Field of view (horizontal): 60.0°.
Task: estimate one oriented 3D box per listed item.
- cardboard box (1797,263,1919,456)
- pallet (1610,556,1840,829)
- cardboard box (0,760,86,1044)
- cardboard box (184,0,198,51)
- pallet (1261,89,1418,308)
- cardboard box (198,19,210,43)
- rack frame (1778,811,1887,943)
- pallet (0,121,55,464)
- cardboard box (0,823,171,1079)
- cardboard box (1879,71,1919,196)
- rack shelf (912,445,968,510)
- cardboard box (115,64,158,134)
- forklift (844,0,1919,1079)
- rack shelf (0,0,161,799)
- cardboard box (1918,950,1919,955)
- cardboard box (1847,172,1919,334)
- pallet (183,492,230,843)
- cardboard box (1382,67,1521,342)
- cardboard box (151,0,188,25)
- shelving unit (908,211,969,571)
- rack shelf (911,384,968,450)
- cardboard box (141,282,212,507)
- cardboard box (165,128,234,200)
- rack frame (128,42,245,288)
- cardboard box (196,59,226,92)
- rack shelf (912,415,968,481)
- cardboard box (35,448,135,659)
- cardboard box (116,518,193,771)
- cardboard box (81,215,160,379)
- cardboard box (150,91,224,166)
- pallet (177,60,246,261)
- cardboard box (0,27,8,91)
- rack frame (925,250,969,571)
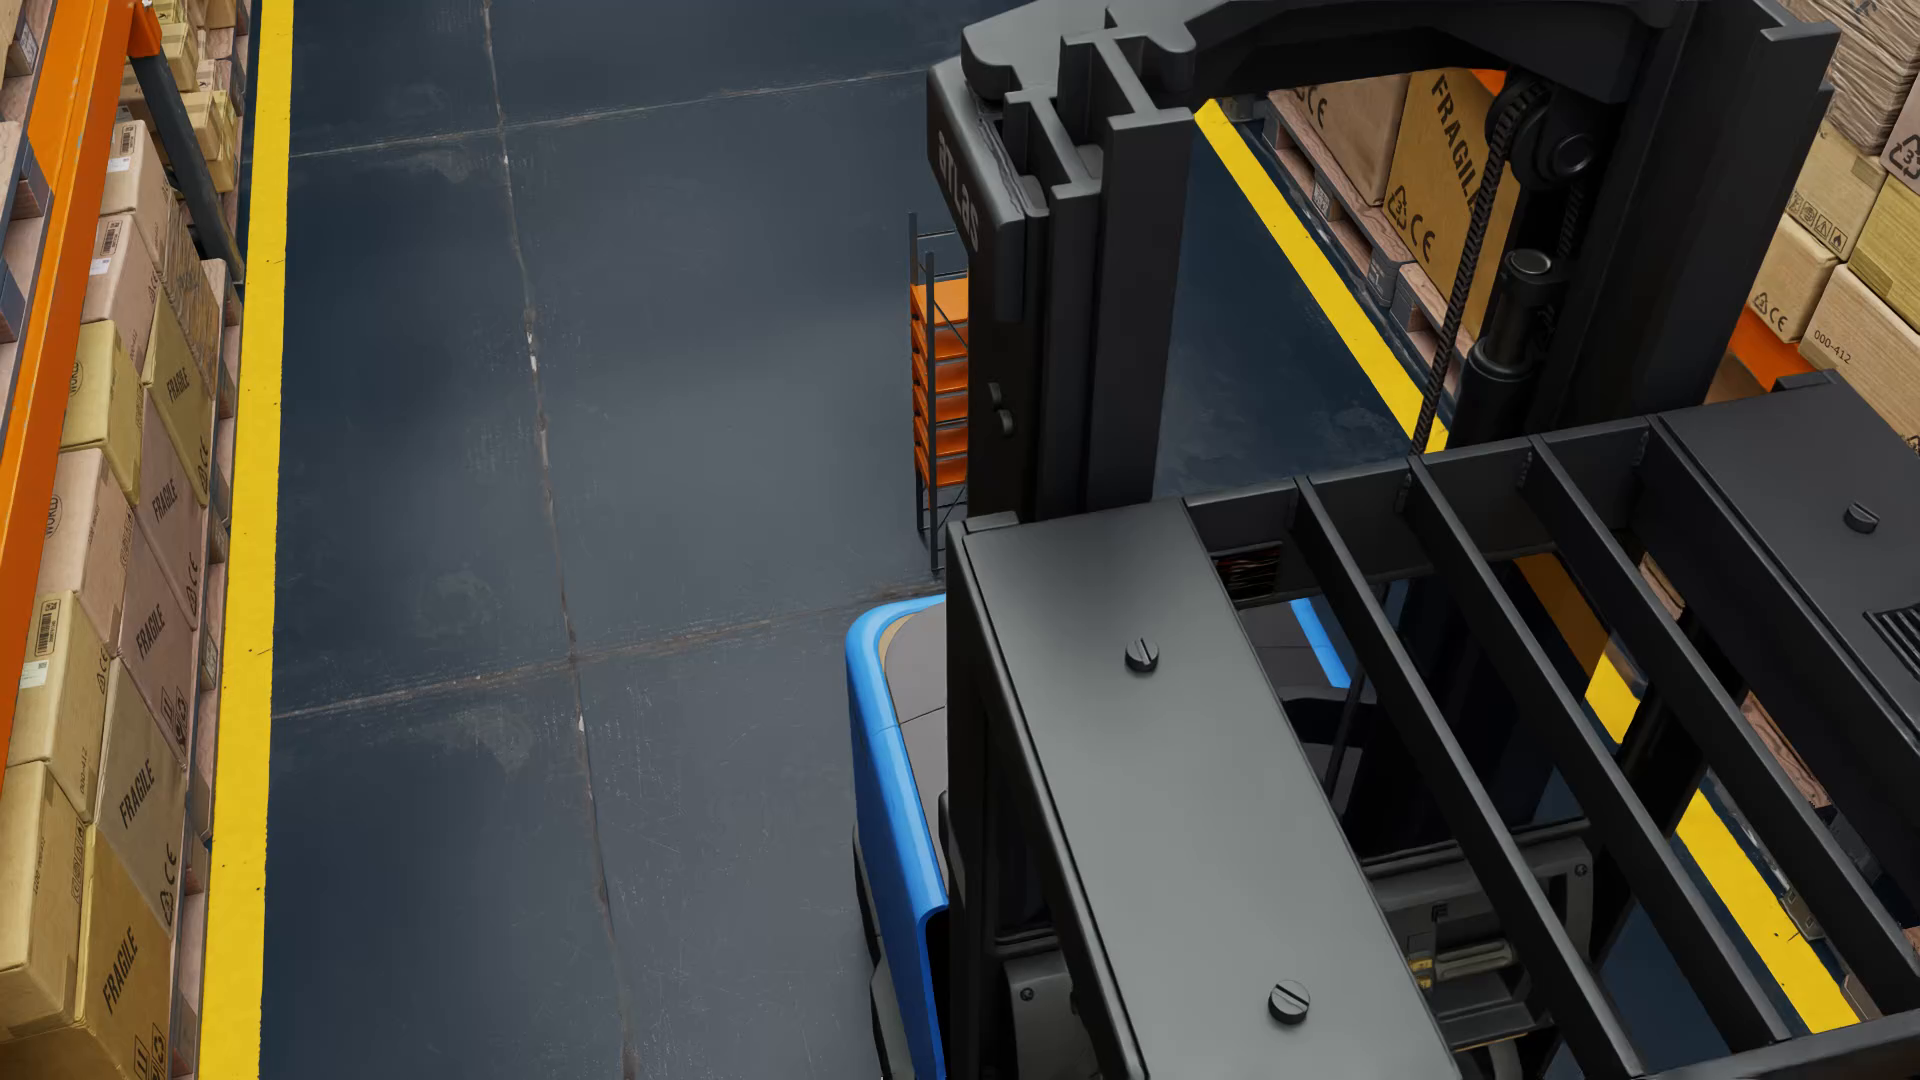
[{"bbox_3d":[2.247,-0.405,3.652,0.500,0.250,0.500,-12,47,-12],"label":"cardboard box"},{"bbox_3d":[2.498,0.262,4.845,1.003,0.211,1.213,-11,47,-10],"label":"pallet"},{"bbox_3d":[-2.075,0.764,3.332,0.500,0.250,0.500,-13,47,-12],"label":"cardboard box"},{"bbox_3d":[-3.255,-2.012,6.615,0.380,0.149,0.250,-13,47,-12],"label":"cardboard box"},{"bbox_3d":[1.874,-1.423,6.496,1.003,0.211,1.213,-11,47,-10],"label":"pallet"},{"bbox_3d":[-3.337,-2.093,6.903,0.380,0.149,0.250,-13,47,-12],"label":"cardboard box"},{"bbox_3d":[2.627,-0.156,3.303,1.000,3.000,0.127,-11,47,-10],"label":"rack frame"},{"bbox_3d":[-2.678,-0.473,3.748,1.003,0.211,1.213,-11,47,-10],"label":"pallet"},{"bbox_3d":[-2.067,1.012,3.614,0.500,0.500,0.500,-13,47,-12],"label":"cardboard box"},{"bbox_3d":[2.242,-0.850,3.213,0.500,0.500,0.500,-12,47,-11],"label":"cardboard box"},{"bbox_3d":[0.004,-0.211,5.015,0.258,0.103,0.180,-11,47,-10],"label":"rack shelf"},{"bbox_3d":[-3.044,-1.576,5.980,0.380,0.149,0.250,-9,46,-9],"label":"cardboard box"},{"bbox_3d":[0.583,0.819,2.395,1.130,2.935,3.031,-10,46,-10],"label":"forklift"},{"bbox_3d":[-2.644,-0.310,3.957,1.077,0.370,4.000,-11,47,-10],"label":"rack shelf"},{"bbox_3d":[2.762,1.009,3.707,0.950,0.372,0.625,-14,47,-13],"label":"cardboard box"},{"bbox_3d":[2.258,-0.566,3.460,0.500,0.250,0.500,-11,47,-10],"label":"cardboard box"},{"bbox_3d":[-2.639,0.414,4.696,1.003,0.211,1.213,-11,47,-10],"label":"pallet"},{"bbox_3d":[2.078,-1.285,5.603,0.875,0.875,0.875,-9,46,-9],"label":"cardboard box"},{"bbox_3d":[-3.170,-1.942,6.339,0.380,0.149,0.250,-11,47,-11],"label":"cardboard box"},{"bbox_3d":[0.004,-0.410,4.812,0.258,1.200,0.189,-11,47,-10],"label":"shelving unit"},{"bbox_3d":[0.004,-0.379,4.843,0.258,0.103,0.180,-11,47,-10],"label":"rack shelf"},{"bbox_3d":[-2.592,-0.396,4.994,0.500,0.500,0.500,-12,47,-11],"label":"cardboard box"},{"bbox_3d":[-2.939,-1.402,6.226,0.380,0.149,0.250,-13,47,-12],"label":"cardboard box"},{"bbox_3d":[-3.156,-1.943,5.054,1.000,3.000,0.127,-11,47,-10],"label":"rack frame"},{"bbox_3d":[-3.121,-1.748,6.565,0.380,0.149,0.250,-11,47,-11],"label":"cardboard box"},{"bbox_3d":[0.004,-0.295,4.929,0.258,0.103,0.180,-11,47,-10],"label":"rack shelf"},{"bbox_3d":[-2.319,0.070,4.012,0.500,0.250,0.500,-10,46,-10],"label":"cardboard box"},{"bbox_3d":[-2.335,0.312,4.300,0.500,0.500,0.500,-12,47,-11],"label":"cardboard box"},{"bbox_3d":[-2.602,-0.652,4.720,0.500,0.250,0.500,-9,46,-8],"label":"cardboard box"},{"bbox_3d":[-2.940,-1.505,6.118,0.380,0.149,0.250,-9,46,-8],"label":"cardboard box"},{"bbox_3d":[-3.362,-1.424,6.498,1.003,0.211,1.213,-11,47,-10],"label":"pallet"},{"bbox_3d":[-2.670,-1.239,4.246,0.380,0.149,0.250,-13,47,-12],"label":"cardboard box"},{"bbox_3d":[0.027,-0.347,4.750,0.240,1.200,0.006,-11,47,-10],"label":"rack frame"}]
